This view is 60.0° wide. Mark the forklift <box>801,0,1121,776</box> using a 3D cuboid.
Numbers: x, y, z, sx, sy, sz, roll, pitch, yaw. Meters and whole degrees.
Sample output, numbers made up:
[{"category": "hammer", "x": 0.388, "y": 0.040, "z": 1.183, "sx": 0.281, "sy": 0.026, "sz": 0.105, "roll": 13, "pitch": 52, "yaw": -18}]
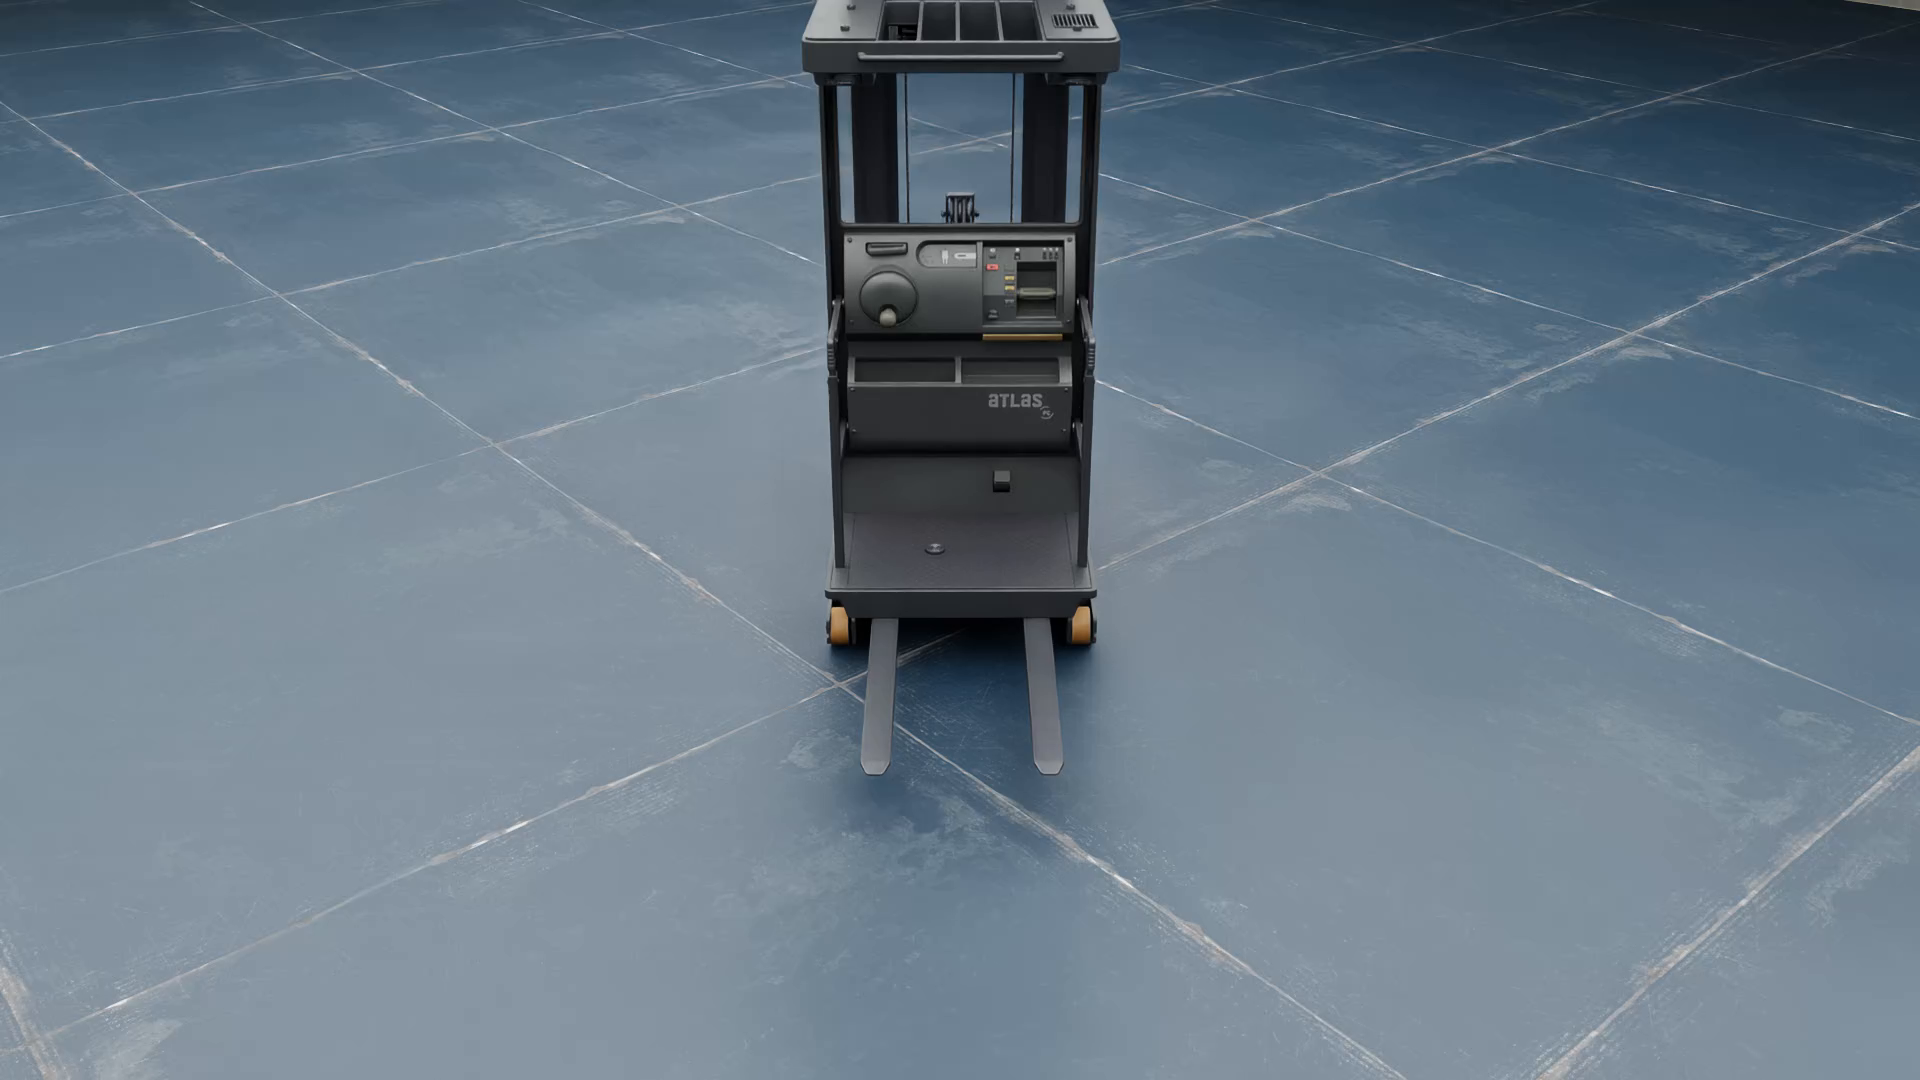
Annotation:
[{"category": "forklift", "x": 0.002, "y": -0.999, "z": 6.509, "sx": 1.130, "sy": 2.935, "sz": 3.031, "roll": 0, "pitch": 28, "yaw": 0}]
